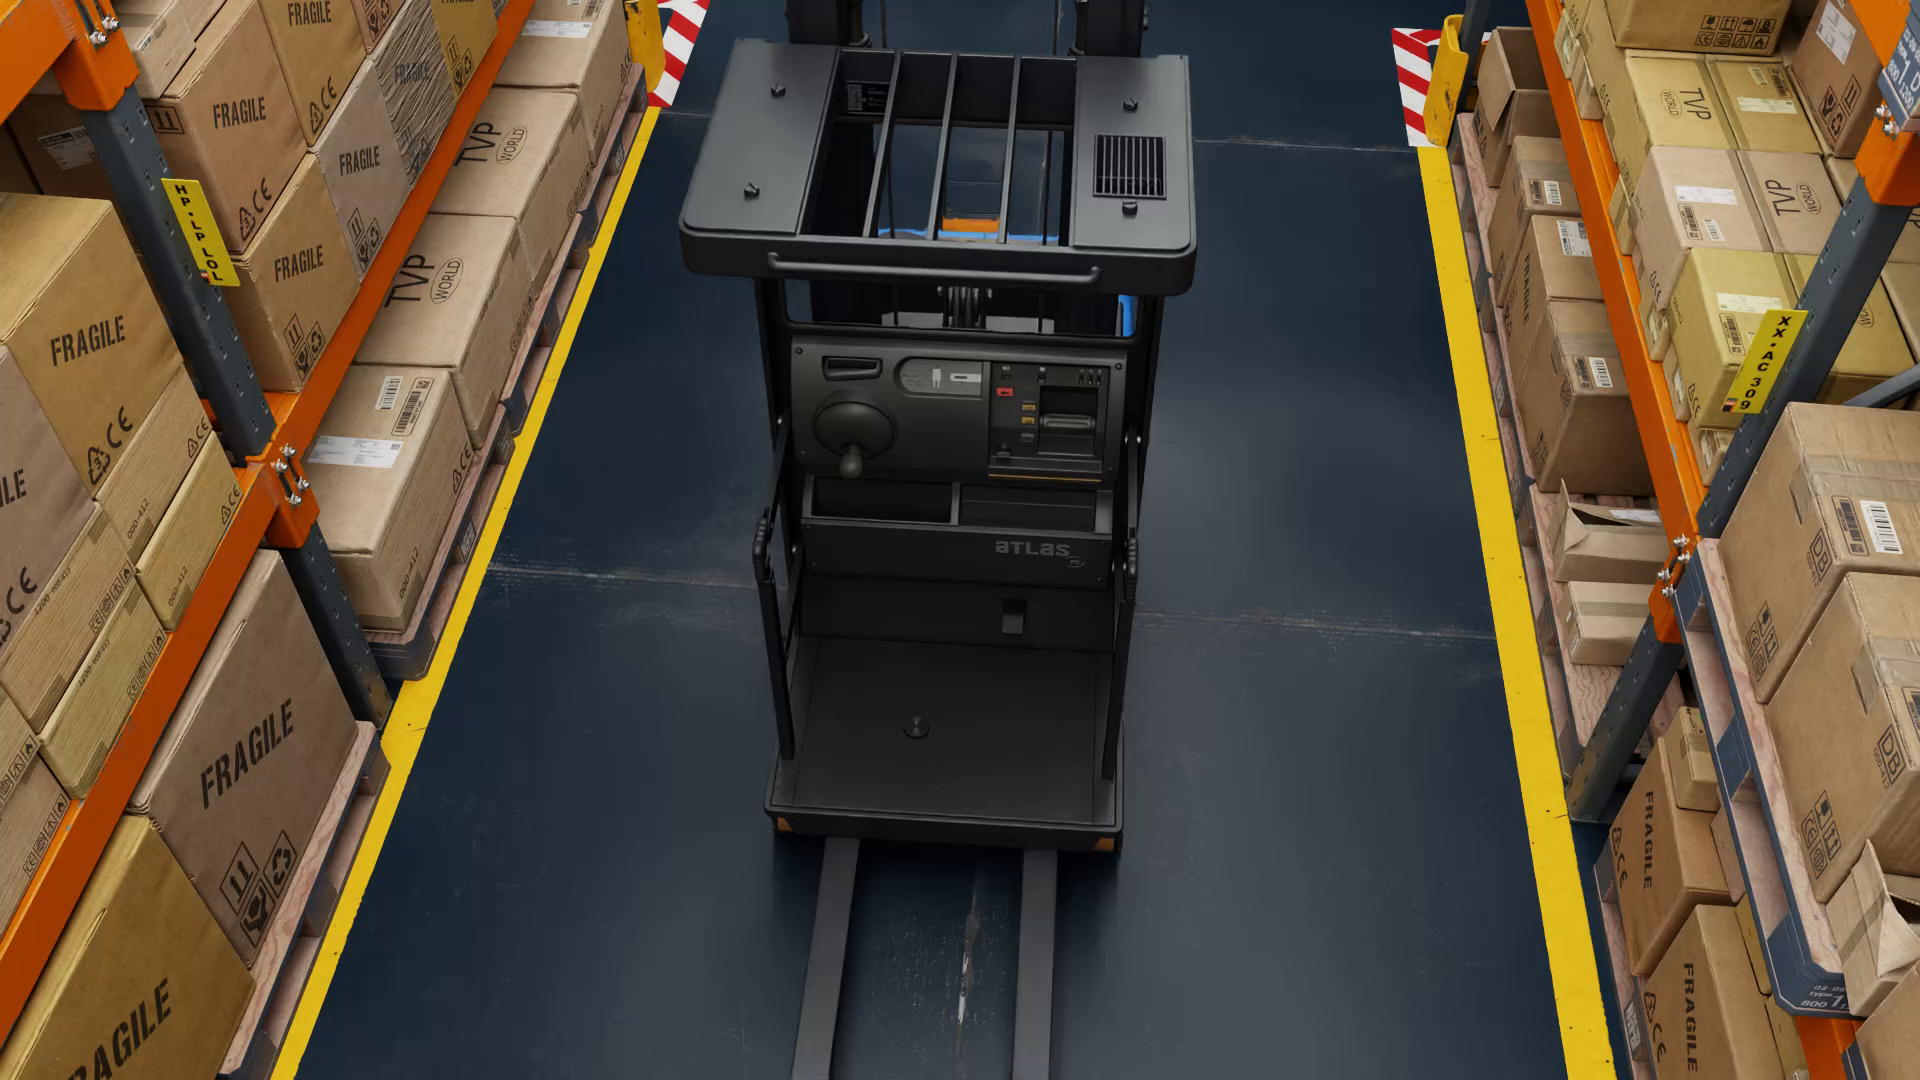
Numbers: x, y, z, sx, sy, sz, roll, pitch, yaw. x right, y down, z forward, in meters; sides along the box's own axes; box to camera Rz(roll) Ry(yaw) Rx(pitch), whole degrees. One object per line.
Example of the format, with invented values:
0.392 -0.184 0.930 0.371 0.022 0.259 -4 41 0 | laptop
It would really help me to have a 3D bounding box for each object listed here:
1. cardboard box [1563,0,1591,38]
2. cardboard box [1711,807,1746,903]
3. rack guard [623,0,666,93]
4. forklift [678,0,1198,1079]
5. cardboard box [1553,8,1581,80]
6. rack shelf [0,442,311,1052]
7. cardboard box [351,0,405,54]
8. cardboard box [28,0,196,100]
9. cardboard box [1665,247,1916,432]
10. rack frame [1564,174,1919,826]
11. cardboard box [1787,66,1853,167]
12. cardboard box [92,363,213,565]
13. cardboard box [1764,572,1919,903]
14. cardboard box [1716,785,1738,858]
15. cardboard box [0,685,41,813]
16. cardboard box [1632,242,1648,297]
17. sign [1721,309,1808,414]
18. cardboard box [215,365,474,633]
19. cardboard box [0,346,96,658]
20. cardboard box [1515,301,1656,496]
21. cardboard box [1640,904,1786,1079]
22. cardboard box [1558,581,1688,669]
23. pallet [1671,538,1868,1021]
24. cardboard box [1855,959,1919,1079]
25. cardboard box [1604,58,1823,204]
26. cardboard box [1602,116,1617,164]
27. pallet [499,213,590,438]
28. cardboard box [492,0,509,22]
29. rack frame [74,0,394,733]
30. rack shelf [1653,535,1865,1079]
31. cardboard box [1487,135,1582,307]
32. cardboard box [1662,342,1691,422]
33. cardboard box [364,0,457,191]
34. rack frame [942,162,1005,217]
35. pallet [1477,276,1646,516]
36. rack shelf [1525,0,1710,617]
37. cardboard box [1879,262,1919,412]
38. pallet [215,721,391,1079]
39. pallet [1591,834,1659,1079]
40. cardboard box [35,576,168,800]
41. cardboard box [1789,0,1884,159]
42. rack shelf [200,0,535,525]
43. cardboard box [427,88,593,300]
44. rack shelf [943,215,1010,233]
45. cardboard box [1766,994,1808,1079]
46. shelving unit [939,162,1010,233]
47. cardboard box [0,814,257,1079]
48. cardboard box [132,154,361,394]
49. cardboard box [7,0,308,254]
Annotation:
2.454 -2.037 5.980 0.500 0.250 0.500 3 48 3 | cardboard box
2.242 0.831 4.427 0.380 0.149 0.250 3 48 2 | cardboard box
-2.089 -2.550 8.244 1.175 0.500 0.348 4 48 4 | rack guard
-0.020 -0.255 4.497 1.130 2.935 3.031 3 48 3 | forklift
2.382 -1.794 6.028 0.380 0.149 0.250 3 48 2 | cardboard box
-2.638 1.275 3.538 1.077 0.370 4.000 4 48 4 | rack shelf
-2.061 -1.888 5.199 0.500 0.500 0.500 5 48 4 | cardboard box
-2.168 -1.242 4.168 0.380 0.149 0.250 3 48 3 | cardboard box
2.291 -0.546 4.617 0.500 0.250 0.500 5 48 5 | cardboard box
2.488 -0.106 4.314 1.000 3.000 0.127 4 48 4 | rack frame
2.890 -1.250 5.260 0.500 0.250 0.500 5 48 4 | cardboard box
-2.254 -0.215 4.177 0.500 0.250 0.500 4 48 3 | cardboard box
2.174 0.440 3.463 0.700 0.500 0.500 4 48 4 | cardboard box
2.214 0.717 4.330 0.380 0.149 0.250 2 48 2 | cardboard box
-2.333 0.534 3.492 0.500 0.250 0.500 5 48 4 | cardboard box
2.318 -0.849 5.164 0.380 0.149 0.250 5 48 5 | cardboard box
1.947 -0.429 4.023 0.100 0.325 0.005 4 48 4 | sign
-2.291 -0.168 5.823 0.875 0.438 0.875 3 48 3 | cardboard box
-2.286 -0.082 3.547 0.500 0.500 0.500 5 48 4 | cardboard box
2.491 -0.512 6.095 0.700 0.500 0.500 2 48 2 | cardboard box
2.181 1.328 4.412 0.500 0.500 0.500 3 48 3 | cardboard box
2.246 0.285 5.604 0.380 0.149 0.250 3 48 2 | cardboard box
2.306 0.539 3.855 1.003 0.211 1.213 4 48 4 | pallet
2.102 1.016 2.935 0.700 0.500 0.500 4 48 3 | cardboard box
2.381 -1.281 5.289 0.500 0.250 0.500 4 48 3 | cardboard box
2.424 -1.405 5.673 0.380 0.149 0.250 4 48 3 | cardboard box
-2.200 -0.948 6.974 1.003 0.211 1.213 4 48 4 | pallet
-1.969 -2.291 6.245 0.500 0.500 0.500 5 48 5 | cardboard box
-2.455 -0.437 4.617 1.000 3.000 0.127 4 48 4 | rack frame
2.306 1.607 3.235 1.077 0.370 4.000 4 48 4 | rack shelf
2.586 -1.275 6.793 0.700 0.500 0.500 6 48 5 | cardboard box
2.268 -0.465 4.813 0.380 0.149 0.250 5 48 5 | cardboard box
-2.050 -1.533 5.551 0.500 0.500 0.500 4 48 4 | cardboard box
0.052 -0.927 6.285 0.240 1.200 0.006 3 48 3 | rack frame
2.660 -0.568 6.627 1.003 0.211 1.213 4 48 4 | pallet
2.670 -1.333 5.924 1.077 0.370 4.000 4 48 4 | rack shelf
2.802 -0.502 4.576 0.500 0.250 0.500 3 48 3 | cardboard box
-2.451 1.076 5.123 1.003 0.211 1.213 4 48 4 | pallet
2.451 1.435 4.794 1.003 0.211 1.213 4 48 4 | pallet
-2.293 0.334 4.013 0.500 0.250 0.500 3 48 3 | cardboard box
2.889 -1.485 4.967 0.500 0.500 0.500 3 48 2 | cardboard box
-2.273 -1.664 6.227 1.077 0.370 4.000 4 48 4 | rack shelf
-2.127 -1.489 7.030 0.875 0.438 0.875 5 48 5 | cardboard box
0.045 -1.073 5.990 0.258 0.103 0.180 3 48 3 | rack shelf
2.219 1.223 4.068 0.380 0.149 0.250 3 48 3 | cardboard box
0.045 -0.860 6.223 0.258 1.200 0.189 3 48 3 | shelving unit
-2.507 1.264 4.217 0.875 0.875 0.875 5 48 5 | cardboard box
-2.152 -0.798 4.879 0.500 0.500 0.500 5 48 5 | cardboard box
-2.171 -1.142 4.516 0.500 0.500 0.500 4 48 4 | cardboard box
